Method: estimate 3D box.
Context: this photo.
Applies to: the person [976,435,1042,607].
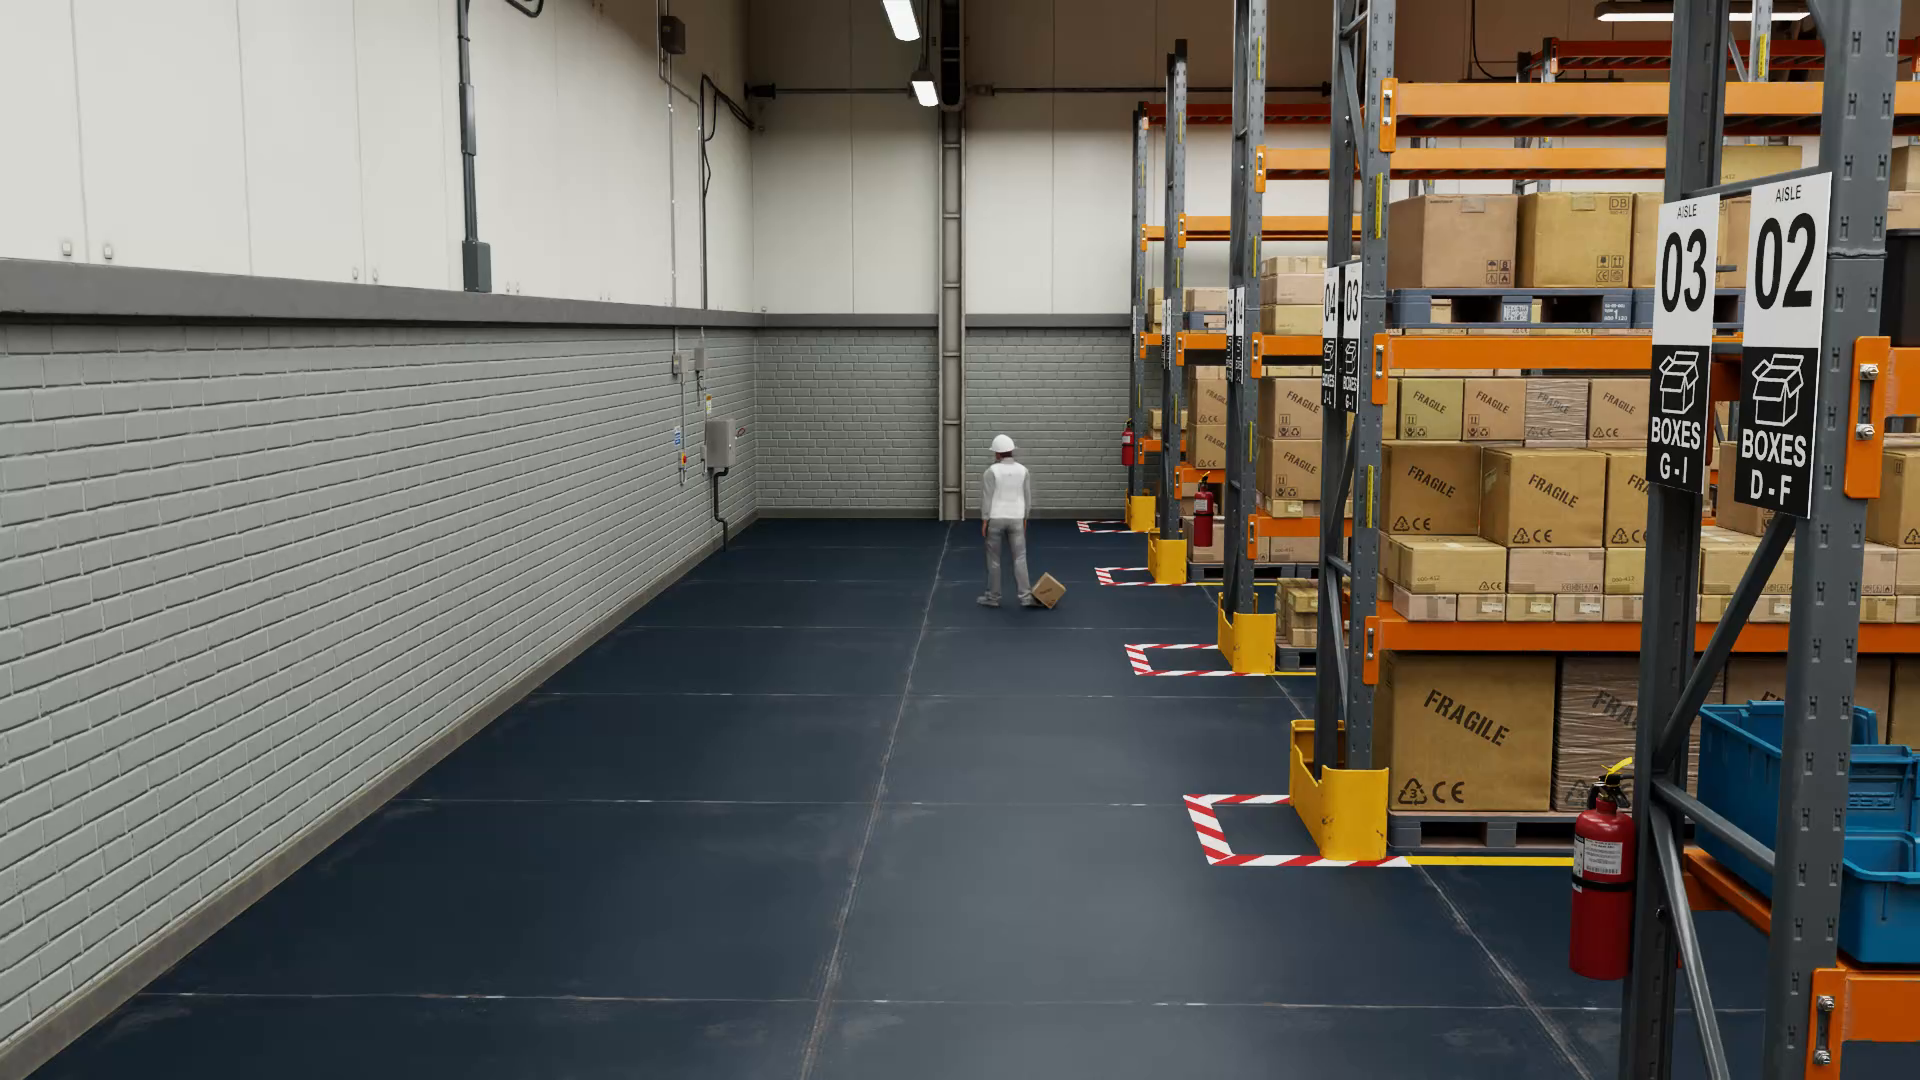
[{"bbox_3d":[0.520,-0.200,17.158,0.652,1.771,0.459,-2,7,-15],"label":"person"}]
